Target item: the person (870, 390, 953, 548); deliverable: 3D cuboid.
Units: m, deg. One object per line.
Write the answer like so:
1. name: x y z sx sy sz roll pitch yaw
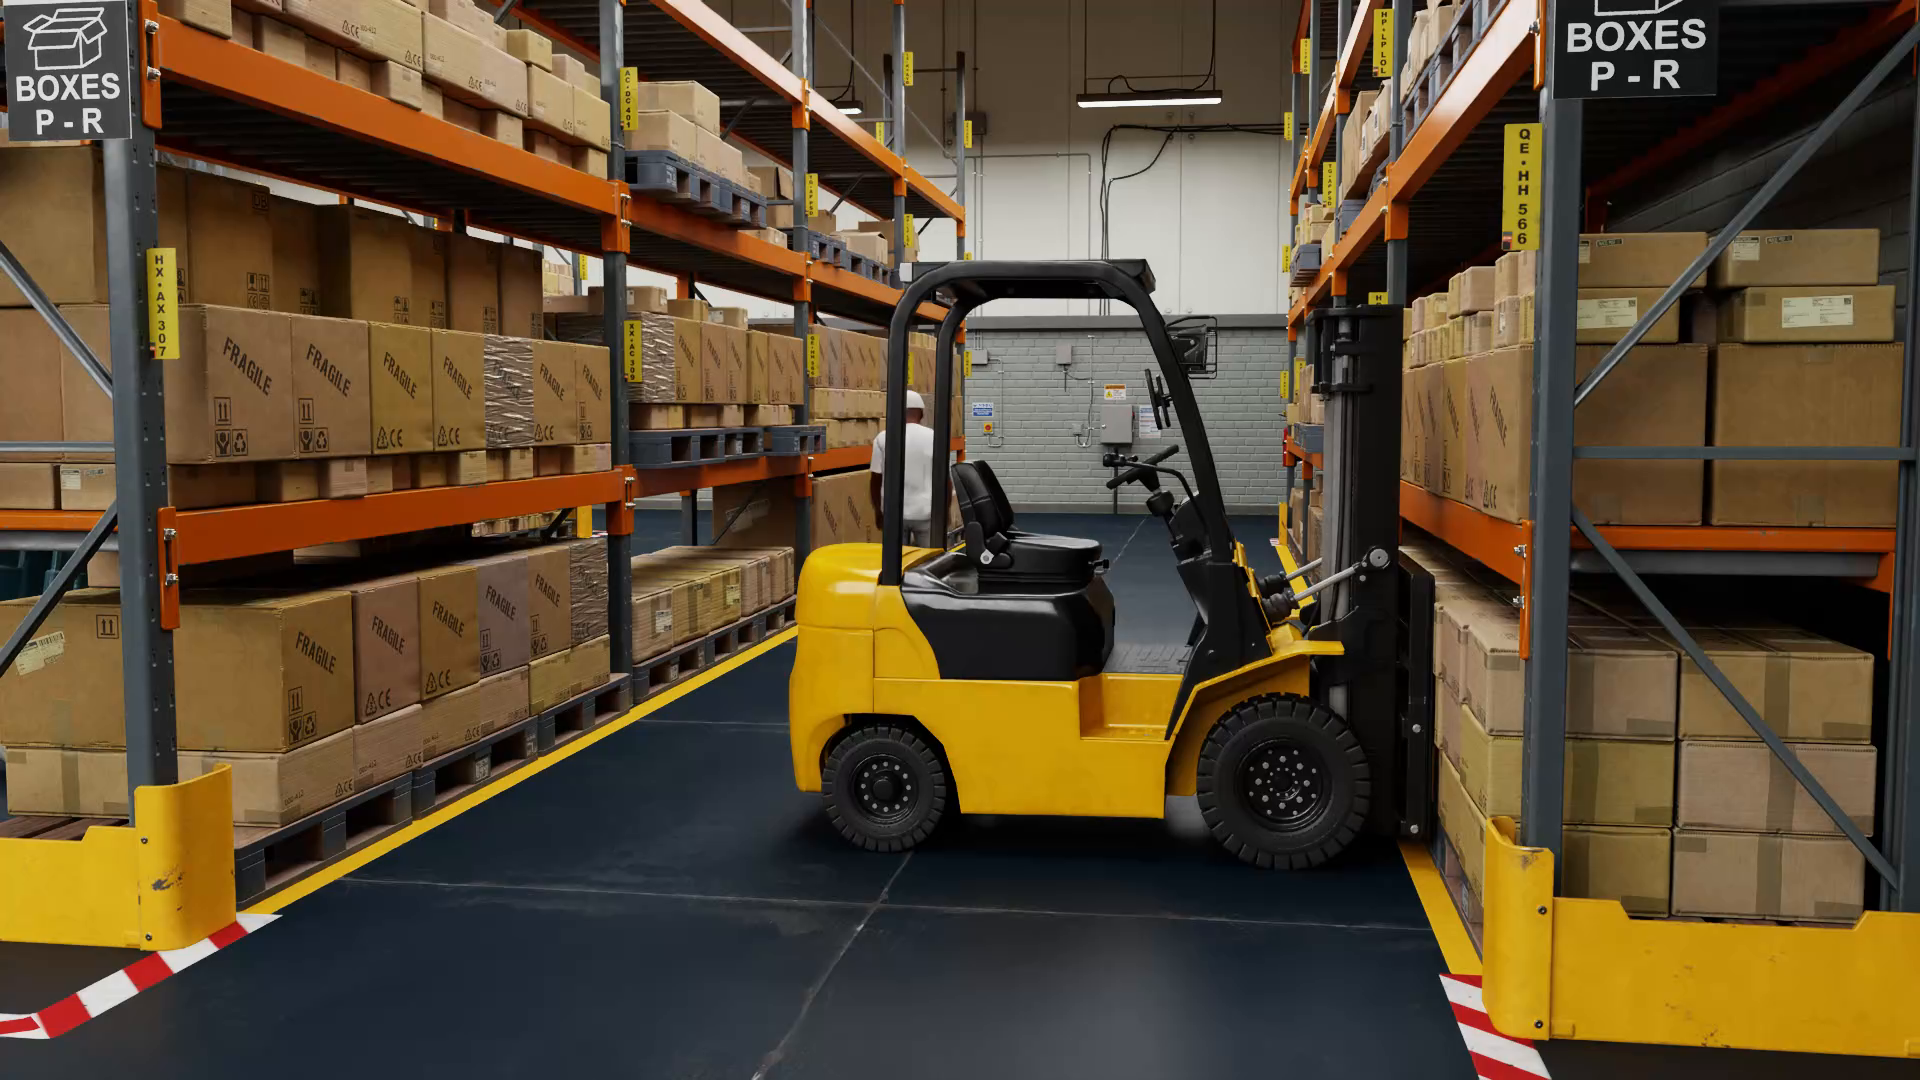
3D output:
1. person: -0.346 -0.186 11.907 0.595 1.764 0.435 0 4 5
